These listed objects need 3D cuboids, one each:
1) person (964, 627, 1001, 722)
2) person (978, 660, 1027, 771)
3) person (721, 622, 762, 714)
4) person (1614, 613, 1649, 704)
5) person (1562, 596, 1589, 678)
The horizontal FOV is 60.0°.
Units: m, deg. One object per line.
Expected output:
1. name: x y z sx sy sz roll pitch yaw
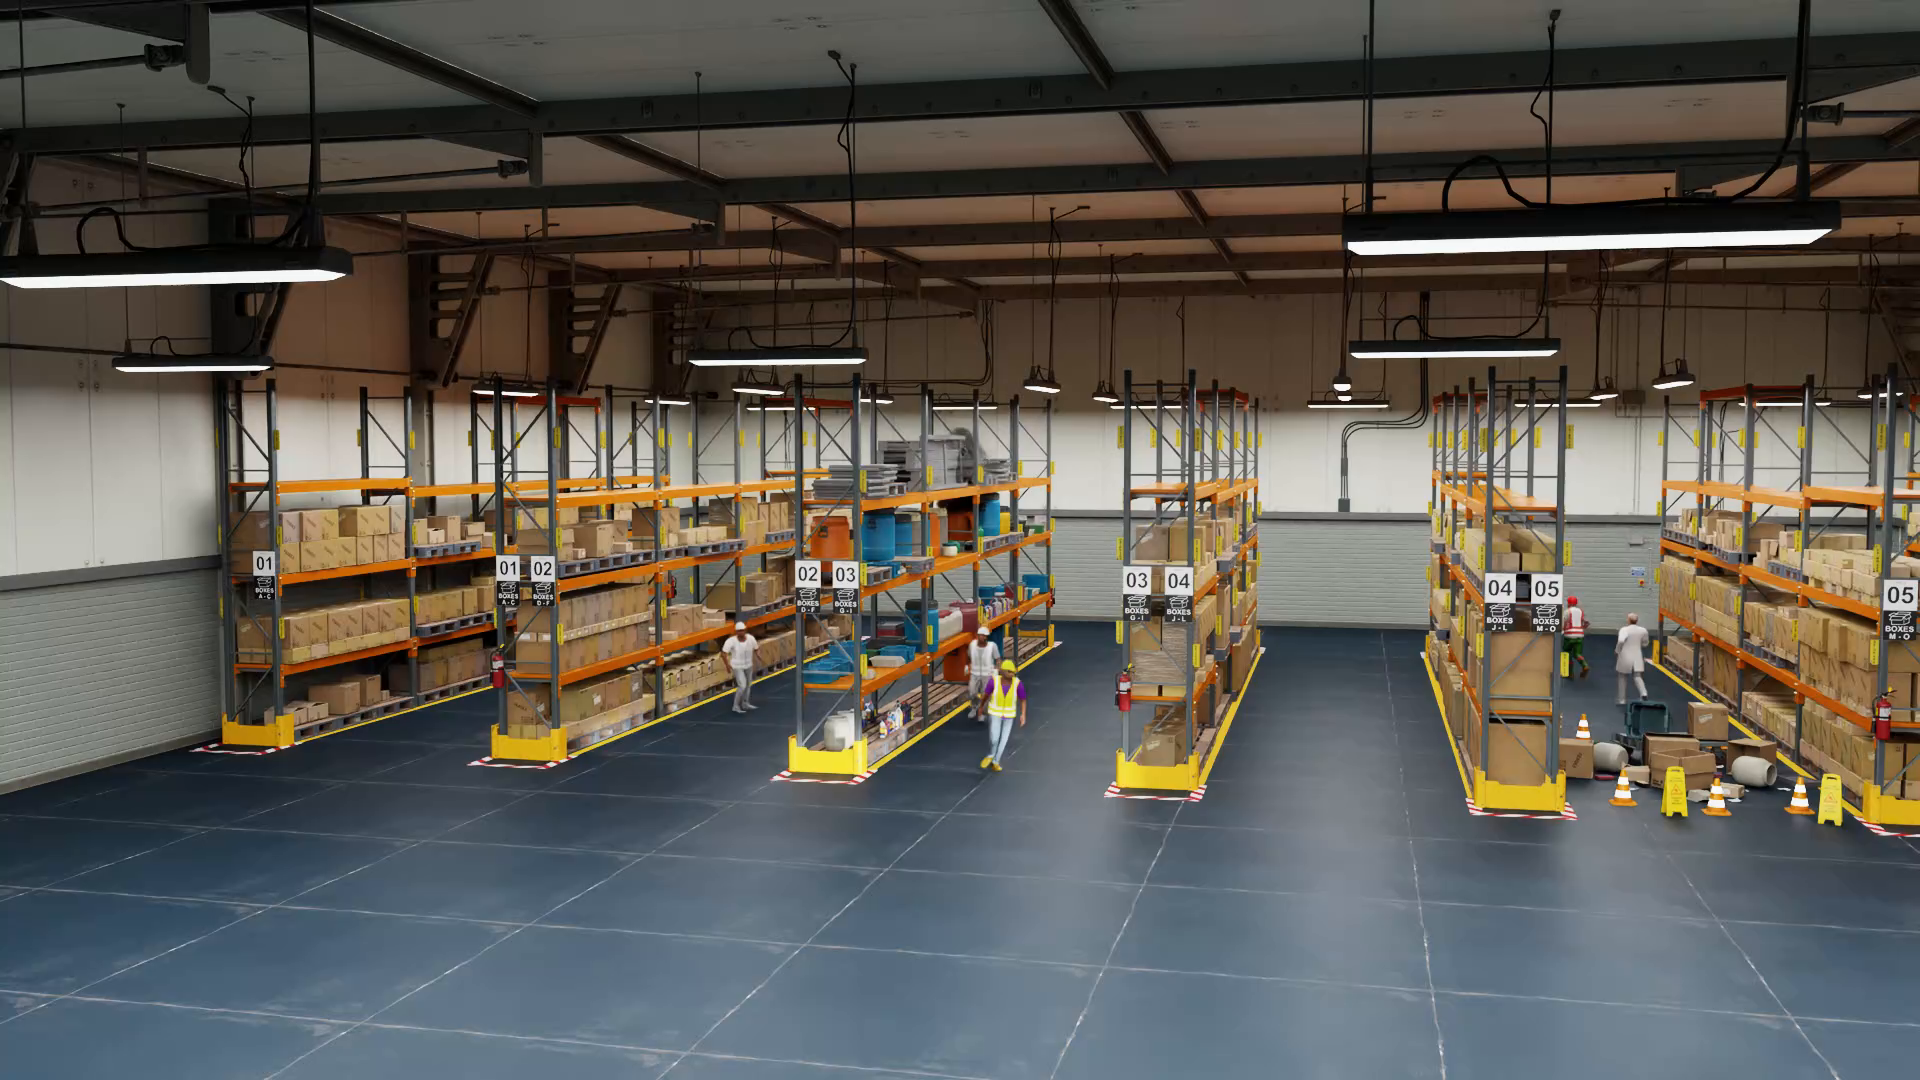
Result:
1. person: 0.381 2.371 29.245 0.698 1.713 0.794 0 3 6
2. person: 0.651 2.640 25.022 0.675 1.707 0.687 -1 3 -9
3. person: -3.972 2.338 30.574 0.712 1.696 0.788 -3 5 -42
4. person: 12.525 2.231 31.016 0.690 1.752 1.063 0 3 1
5. person: 12.905 2.050 34.812 0.660 1.739 0.823 0 3 -6
